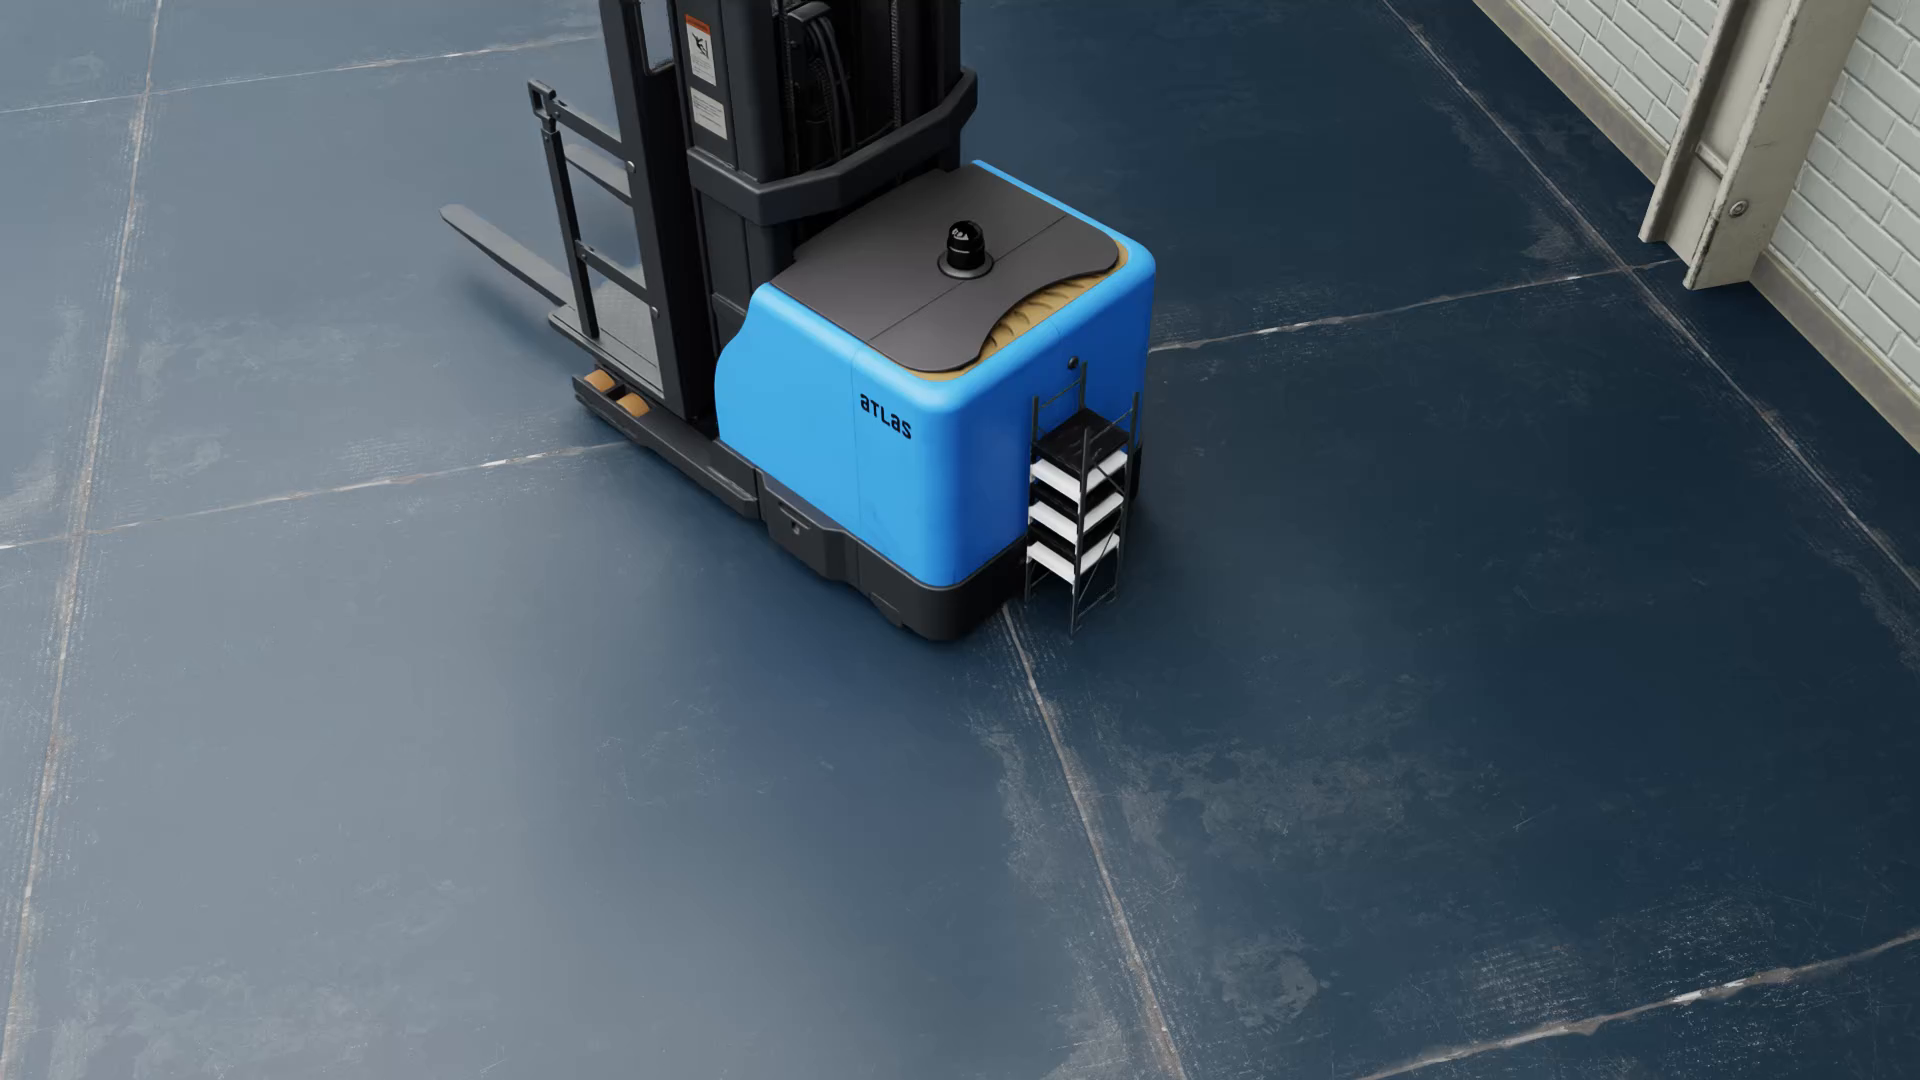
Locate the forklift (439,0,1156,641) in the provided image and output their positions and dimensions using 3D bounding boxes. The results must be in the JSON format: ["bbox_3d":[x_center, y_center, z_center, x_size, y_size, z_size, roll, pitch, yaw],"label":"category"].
[{"bbox_3d":[-0.790,-1.637,5.302,3.031,2.935,1.130,34,55,29],"label":"forklift"}]

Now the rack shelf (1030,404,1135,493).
[{"bbox_3d":[0.373,-0.281,5.064,0.200,0.077,0.258,34,55,29],"label":"rack shelf"}]

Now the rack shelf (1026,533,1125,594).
[{"bbox_3d":[0.373,0.034,5.385,0.200,0.077,0.258,34,55,29],"label":"rack shelf"}]

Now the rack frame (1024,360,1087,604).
[{"bbox_3d":[0.300,-0.166,5.282,0.006,0.900,0.240,34,55,29],"label":"rack frame"}]

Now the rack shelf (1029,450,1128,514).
[{"bbox_3d":[0.373,-0.218,5.128,0.200,0.077,0.258,34,55,29],"label":"rack shelf"}]

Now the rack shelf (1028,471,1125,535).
[{"bbox_3d":[0.373,-0.155,5.193,0.200,0.077,0.258,34,55,29],"label":"rack shelf"}]

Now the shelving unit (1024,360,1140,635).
[{"bbox_3d":[0.373,-0.115,5.233,0.210,0.900,0.258,34,55,29],"label":"shelving unit"}]

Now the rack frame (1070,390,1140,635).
[{"bbox_3d":[0.447,-0.065,5.184,0.006,0.900,0.240,34,55,29],"label":"rack frame"}]

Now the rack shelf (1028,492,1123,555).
[{"bbox_3d":[0.373,-0.092,5.257,0.200,0.077,0.258,34,55,29],"label":"rack shelf"}]

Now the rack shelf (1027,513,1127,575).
[{"bbox_3d":[0.373,-0.029,5.321,0.200,0.077,0.258,34,55,29],"label":"rack shelf"}]

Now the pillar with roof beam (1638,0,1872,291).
[{"bbox_3d":[-1.107,-3.539,2.917,9.100,9.000,0.400,-11,47,-10],"label":"pillar with roof beam"}]
